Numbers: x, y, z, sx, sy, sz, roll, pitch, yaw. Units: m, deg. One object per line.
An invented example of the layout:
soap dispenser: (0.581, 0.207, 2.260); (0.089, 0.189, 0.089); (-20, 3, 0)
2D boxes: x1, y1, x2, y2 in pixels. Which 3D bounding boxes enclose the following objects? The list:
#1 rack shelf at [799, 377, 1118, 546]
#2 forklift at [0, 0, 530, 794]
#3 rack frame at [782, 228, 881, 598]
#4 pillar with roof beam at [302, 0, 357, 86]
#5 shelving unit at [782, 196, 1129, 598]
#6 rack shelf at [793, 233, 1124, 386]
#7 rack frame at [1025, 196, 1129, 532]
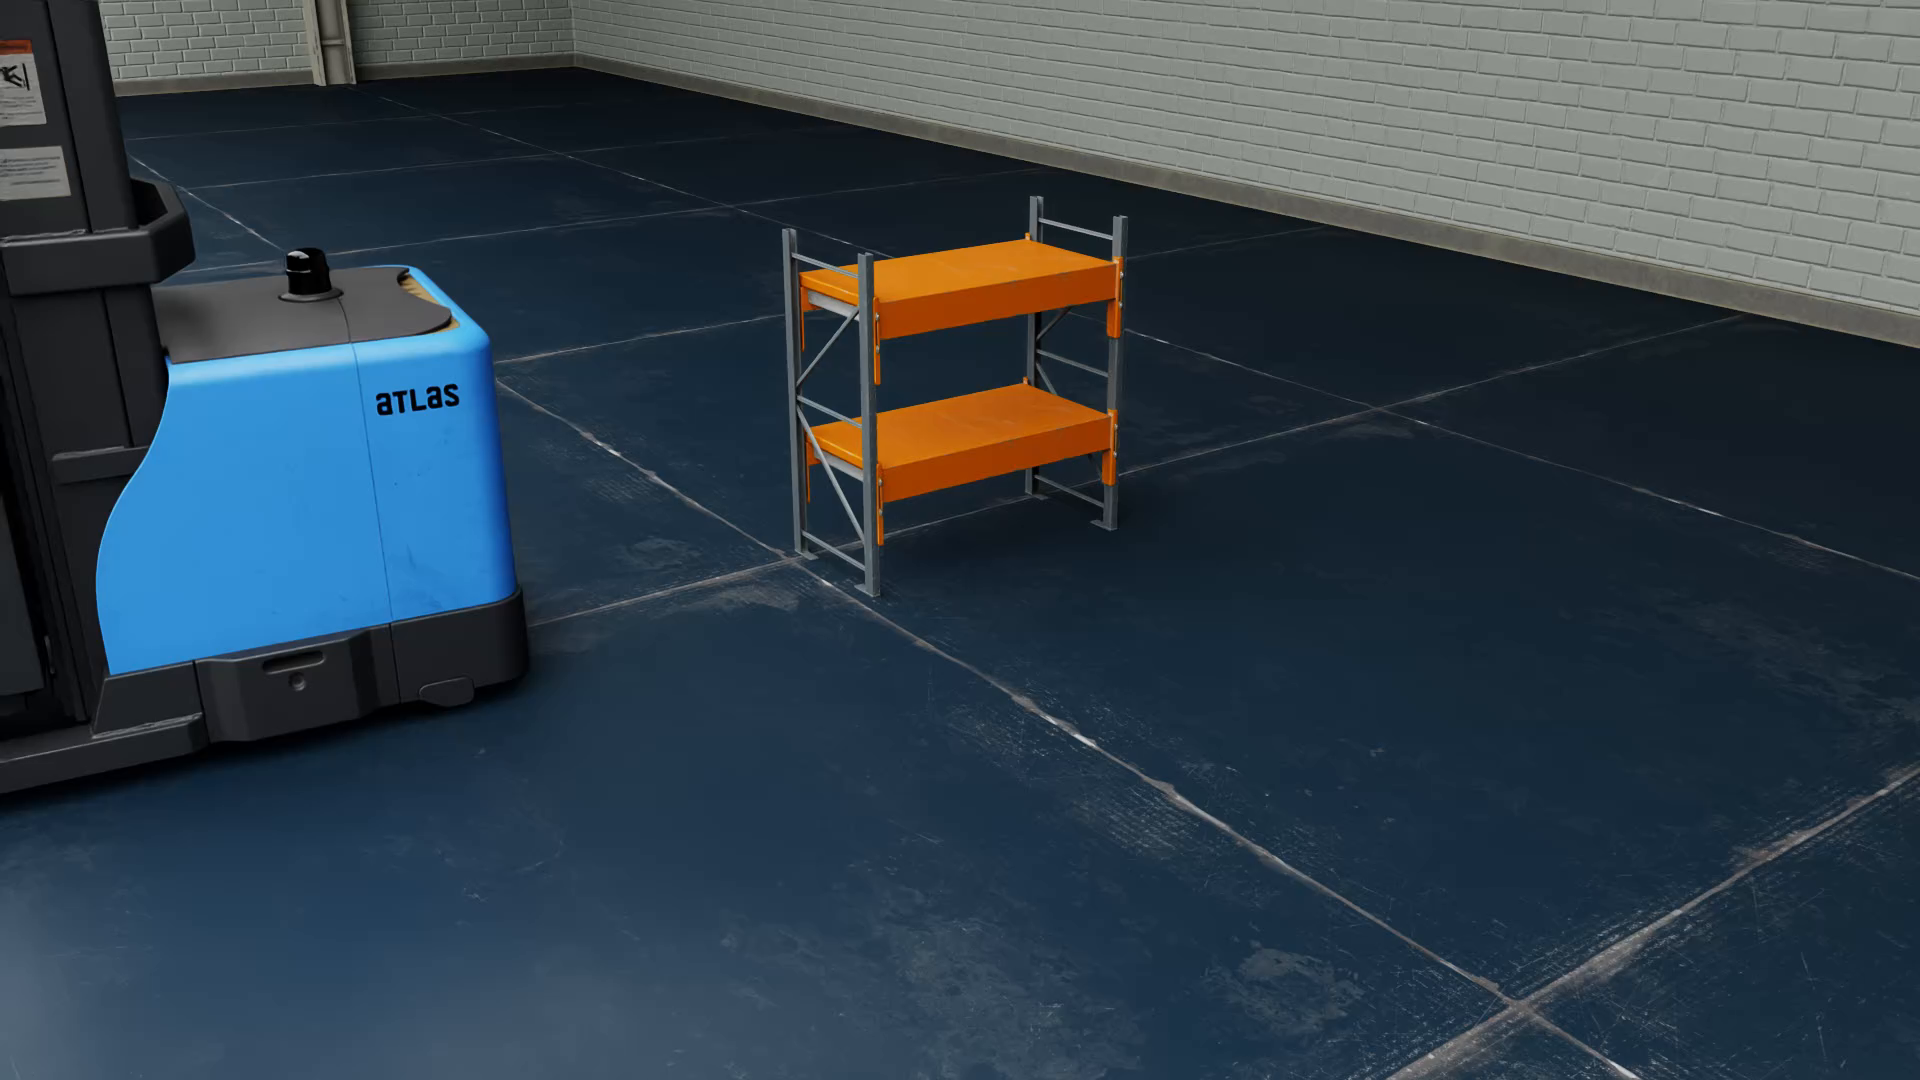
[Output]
rack shelf: (-0.005, -0.294, 5.775); (1.000, 0.278, 0.538); (-15, 26, -33)
forklift: (-2.785, -0.818, 3.991); (3.031, 2.935, 1.130); (-11, 24, -26)
rack frame: (-0.418, -0.411, 5.408); (0.032, 1.125, 0.500); (-15, 26, -33)
pillar with roof beam: (-4.587, -8.073, 13.987); (0.400, 9.000, 9.100); (-15, 26, -33)
shelving unit: (-0.005, -0.521, 5.684); (1.048, 1.125, 0.538); (-15, 26, -33)
rack shelf: (-0.005, -0.793, 5.576); (1.000, 0.278, 0.538); (-15, 26, -33)
rack frame: (0.407, -0.631, 5.960); (0.032, 1.125, 0.500); (-15, 26, -33)
